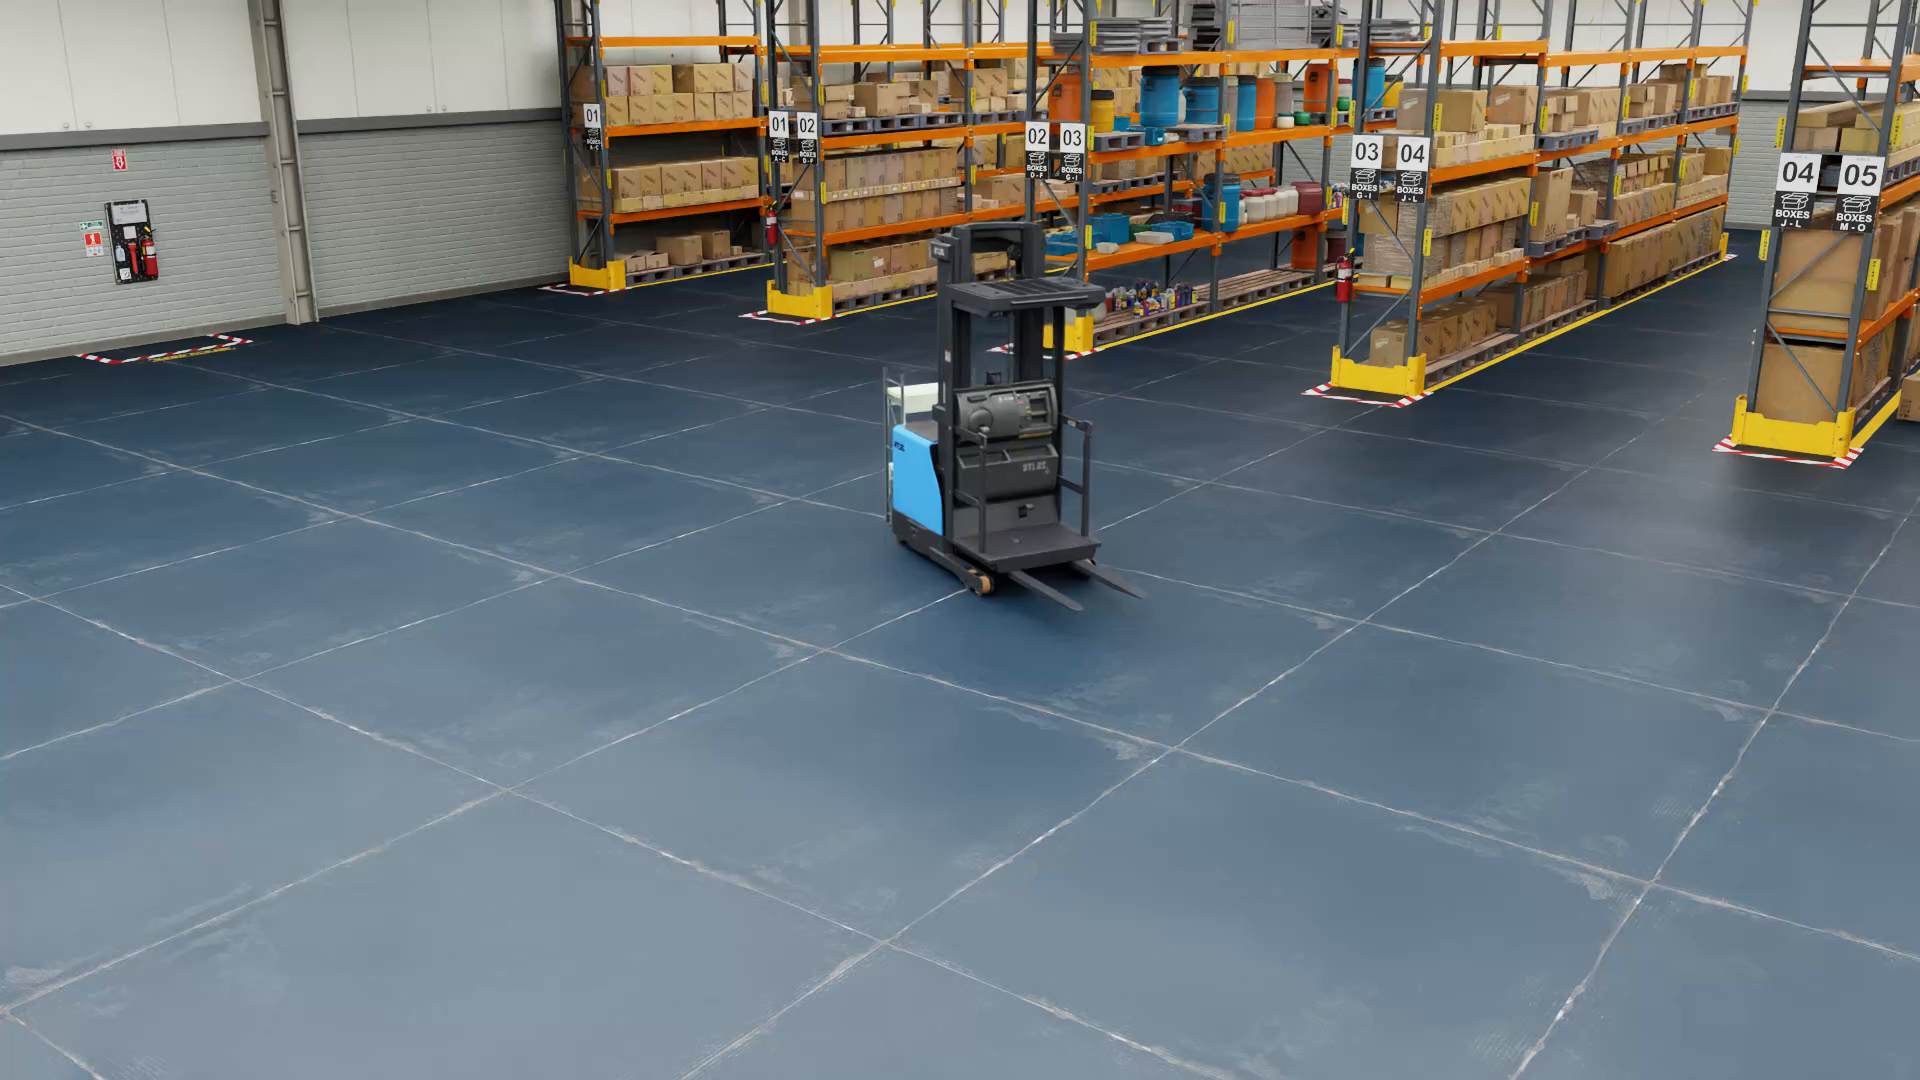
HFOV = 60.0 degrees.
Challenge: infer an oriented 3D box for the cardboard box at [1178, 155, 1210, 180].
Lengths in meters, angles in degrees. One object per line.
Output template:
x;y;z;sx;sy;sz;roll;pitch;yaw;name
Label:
5.074;-8.106;36.126;0.500;0.500;0.500;13;22;36;cardboard box

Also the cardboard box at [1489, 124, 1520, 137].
7.464;-5.628;22.839;0.380;0.149;0.250;11;20;32;cardboard box

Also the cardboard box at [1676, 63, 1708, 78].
13.676;-8.793;31.141;0.500;0.250;0.500;12;21;33;cardboard box

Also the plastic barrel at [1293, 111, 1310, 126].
6.038;-7.446;29.375;0.294;0.245;0.294;0;17;0;plastic barrel

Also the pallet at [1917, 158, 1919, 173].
11.165;-4.624;20.176;1.003;0.211;1.213;12;21;35;pallet

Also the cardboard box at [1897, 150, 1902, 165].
10.041;-4.181;18.145;0.380;0.149;0.250;12;21;35;cardboard box

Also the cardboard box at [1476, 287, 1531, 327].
8.121;-3.487;24.893;0.700;0.500;0.500;11;20;31;cardboard box

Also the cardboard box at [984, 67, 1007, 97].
0.504;-8.279;30.073;0.500;0.500;0.500;15;23;40;cardboard box

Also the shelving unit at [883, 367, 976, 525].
-0.280;-0.876;15.541;0.755;1.500;0.431;-9;19;-26;shelving unit

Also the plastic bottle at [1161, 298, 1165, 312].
3.153;-3.679;26.016;0.097;0.201;0.097;0;17;0;plastic bottle

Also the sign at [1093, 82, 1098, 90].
2.609;-8.649;31.981;0.100;0.325;0.005;12;21;35;sign

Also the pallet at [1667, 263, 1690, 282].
13.021;-5.069;31.217;1.003;0.211;1.213;12;21;35;pallet

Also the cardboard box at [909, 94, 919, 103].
-1.049;-7.535;28.604;0.500;0.311;0.500;11;20;32;cardboard box

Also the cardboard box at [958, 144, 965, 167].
-0.104;-8.663;37.384;0.500;0.500;0.500;12;21;35;cardboard box

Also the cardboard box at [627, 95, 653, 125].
-5.831;-7.648;29.560;0.500;0.500;0.500;14;22;38;cardboard box

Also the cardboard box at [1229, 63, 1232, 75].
5.515;-10.279;36.381;0.700;0.500;0.500;12;21;35;cardboard box

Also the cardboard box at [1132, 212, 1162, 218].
3.887;-6.597;34.910;0.500;0.500;0.500;13;21;35;cardboard box

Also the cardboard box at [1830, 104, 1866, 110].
10.414;-5.039;19.563;0.380;0.149;0.250;12;21;35;cardboard box

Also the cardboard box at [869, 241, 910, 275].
-1.205;-4.817;28.369;0.500;0.500;0.500;12;21;35;cardboard box

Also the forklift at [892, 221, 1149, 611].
0.500;-1.091;13.820;1.130;2.935;3.031;-9;19;-26;forklift

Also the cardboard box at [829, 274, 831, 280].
-2.228;-4.315;28.016;0.500;0.250;0.500;12;21;35;cardboard box

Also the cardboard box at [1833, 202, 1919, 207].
11.414;-3.933;20.783;0.875;0.550;0.550;12;21;35;cardboard box

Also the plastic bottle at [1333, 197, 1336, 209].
6.810;-6.153;30.341;0.097;0.201;0.097;0;17;0;plastic bottle

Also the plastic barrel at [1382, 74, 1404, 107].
8.146;-8.578;31.732;0.600;0.588;0.600;0;17;0;plastic barrel

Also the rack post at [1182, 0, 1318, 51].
4.865;-8.648;27.587;1.013;1.000;3.121;12;21;35;rack post

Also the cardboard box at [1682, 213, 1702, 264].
13.499;-5.777;31.668;0.875;0.875;0.875;12;21;35;cardboard box

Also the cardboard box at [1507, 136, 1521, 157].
7.357;-5.412;22.813;0.500;0.250;0.500;13;22;36;cardboard box

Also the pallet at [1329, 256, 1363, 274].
7.307;-5.309;31.989;1.003;0.211;1.213;12;21;35;pallet

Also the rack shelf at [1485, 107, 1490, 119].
9.719;-8.674;34.279;1.077;0.370;4.000;12;21;35;rack shelf

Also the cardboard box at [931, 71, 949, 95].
-0.672;-10.107;36.772;0.700;0.500;0.500;12;21;35;cardboard box

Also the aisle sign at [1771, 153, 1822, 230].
8.995;-3.752;17.892;0.394;0.787;0.004;12;21;35;aisle sign

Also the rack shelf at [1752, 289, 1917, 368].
10.470;-2.607;19.802;1.077;0.370;4.000;12;21;35;rack shelf

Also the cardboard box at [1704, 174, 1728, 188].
14.812;-7.094;32.788;0.500;0.250;0.500;12;21;34;cardboard box

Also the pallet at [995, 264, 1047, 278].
0.919;-5.222;31.709;1.003;0.211;1.213;12;21;35;pallet

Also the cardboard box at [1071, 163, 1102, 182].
2.453;-7.450;33.307;0.700;0.500;0.500;5;18;16;cardboard box

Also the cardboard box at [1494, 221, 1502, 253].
7.094;-4.309;23.396;0.875;0.500;0.500;12;21;35;cardboard box

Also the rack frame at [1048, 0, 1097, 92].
2.168;-9.897;31.947;1.000;3.000;0.127;12;21;35;rack frame

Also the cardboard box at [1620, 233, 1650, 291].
11.087;-4.838;28.646;1.225;0.875;0.875;12;21;35;cardboard box

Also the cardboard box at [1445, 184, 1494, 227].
6.795;-4.483;22.271;0.500;0.500;0.500;12;21;35;cardboard box

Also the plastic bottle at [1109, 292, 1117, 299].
2.374;-3.763;26.160;0.152;0.276;0.135;12;21;33;plastic bottle

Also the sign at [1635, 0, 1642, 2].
10.563;-8.536;25.855;0.100;0.325;0.005;12;21;35;sign

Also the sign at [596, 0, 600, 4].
-6.144;-9.254;28.168;0.100;0.325;0.005;12;21;35;sign

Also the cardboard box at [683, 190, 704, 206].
-5.124;-6.366;30.910;0.500;0.250;0.500;13;21;35;cardboard box

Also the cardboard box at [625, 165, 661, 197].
-5.751;-6.474;29.993;0.500;0.500;0.500;12;21;35;cardboard box

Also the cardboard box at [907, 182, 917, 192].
-0.963;-6.032;28.354;0.380;0.149;0.250;13;22;36;cardboard box

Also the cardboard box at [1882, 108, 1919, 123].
10.643;-4.803;18.804;0.380;0.149;0.250;13;21;35;cardboard box

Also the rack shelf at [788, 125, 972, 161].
-1.407;-6.692;27.897;1.077;0.370;4.000;12;21;35;rack shelf

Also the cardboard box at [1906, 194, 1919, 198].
12.861;-4.435;22.620;0.700;0.500;0.500;12;21;34;cardboard box

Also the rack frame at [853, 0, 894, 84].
-1.813;-10.772;34.763;1.000;3.000;0.127;12;21;35;rack frame

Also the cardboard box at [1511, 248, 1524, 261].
7.846;-4.105;23.834;0.380;0.149;0.250;12;21;35;cardboard box

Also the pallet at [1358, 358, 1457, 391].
5.912;-2.249;22.136;1.003;0.211;1.213;12;21;35;pallet

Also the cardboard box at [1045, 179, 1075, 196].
1.916;-6.911;32.596;0.500;0.311;0.500;14;22;38;cardboard box

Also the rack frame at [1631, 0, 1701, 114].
12.505;-9.098;29.375;1.000;3.000;0.127;12;21;35;rack frame
